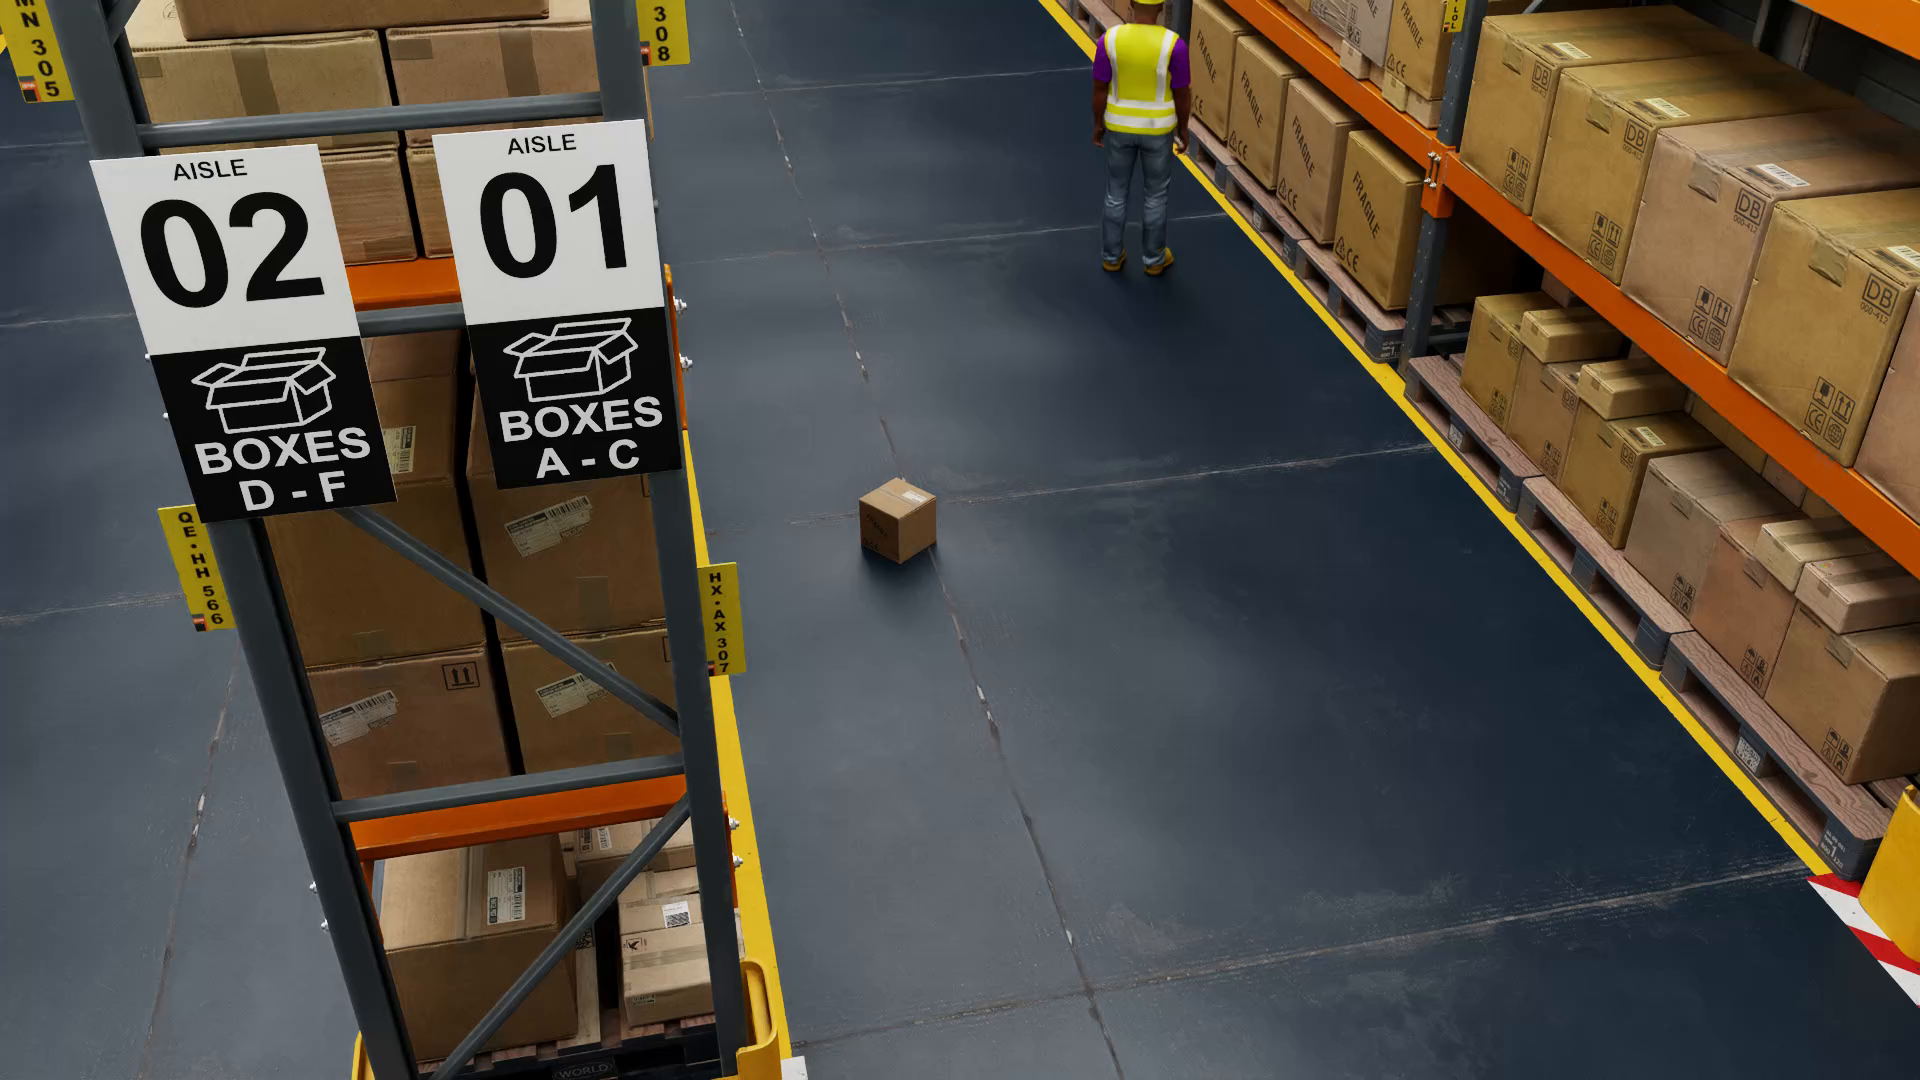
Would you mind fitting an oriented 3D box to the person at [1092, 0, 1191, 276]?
[{"bbox_3d":[1.054,-2.402,9.645,0.570,1.770,0.406,10,35,14],"label":"person"}]
